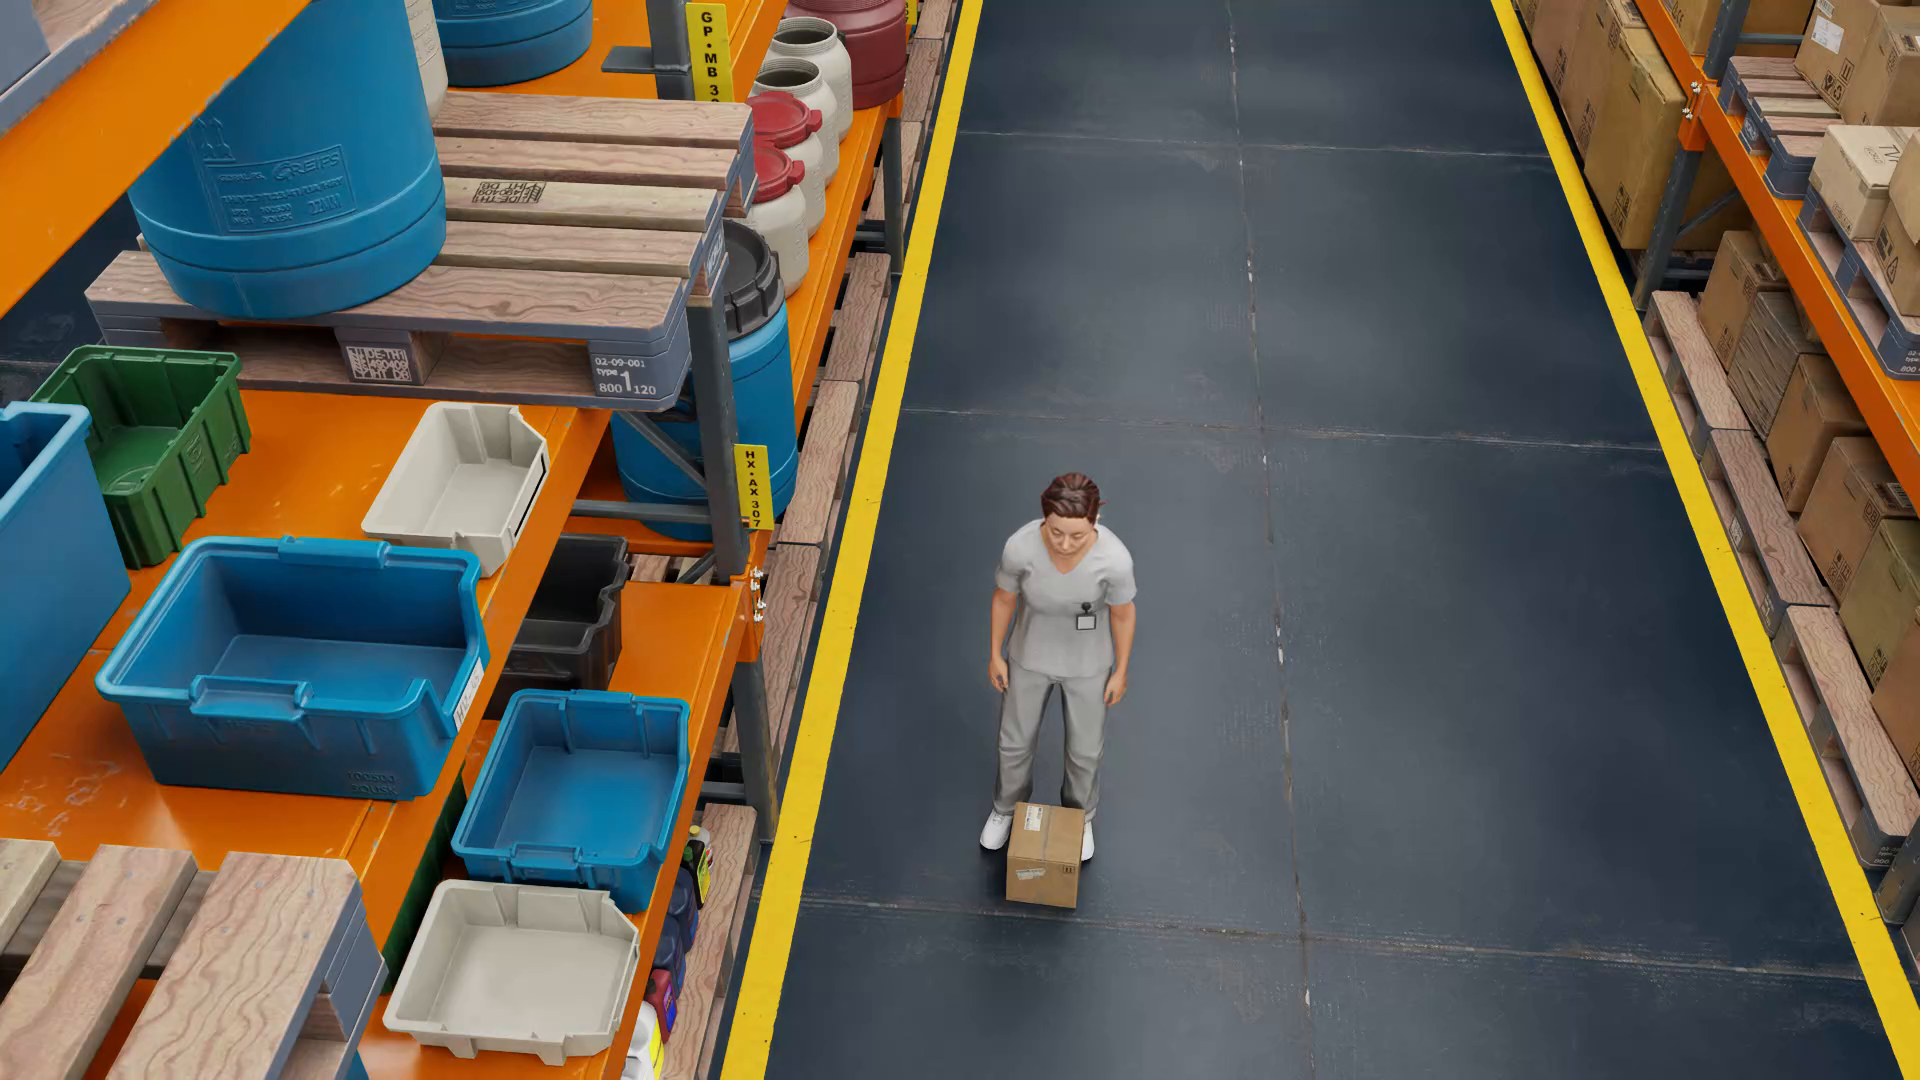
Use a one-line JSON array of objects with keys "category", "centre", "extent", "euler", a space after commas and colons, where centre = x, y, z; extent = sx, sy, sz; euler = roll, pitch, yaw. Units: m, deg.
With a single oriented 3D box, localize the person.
[{"category": "person", "centre": [0.337, 0.422, 5.658], "extent": [0.487, 1.673, 0.356], "euler": [7, 41, 8]}]
